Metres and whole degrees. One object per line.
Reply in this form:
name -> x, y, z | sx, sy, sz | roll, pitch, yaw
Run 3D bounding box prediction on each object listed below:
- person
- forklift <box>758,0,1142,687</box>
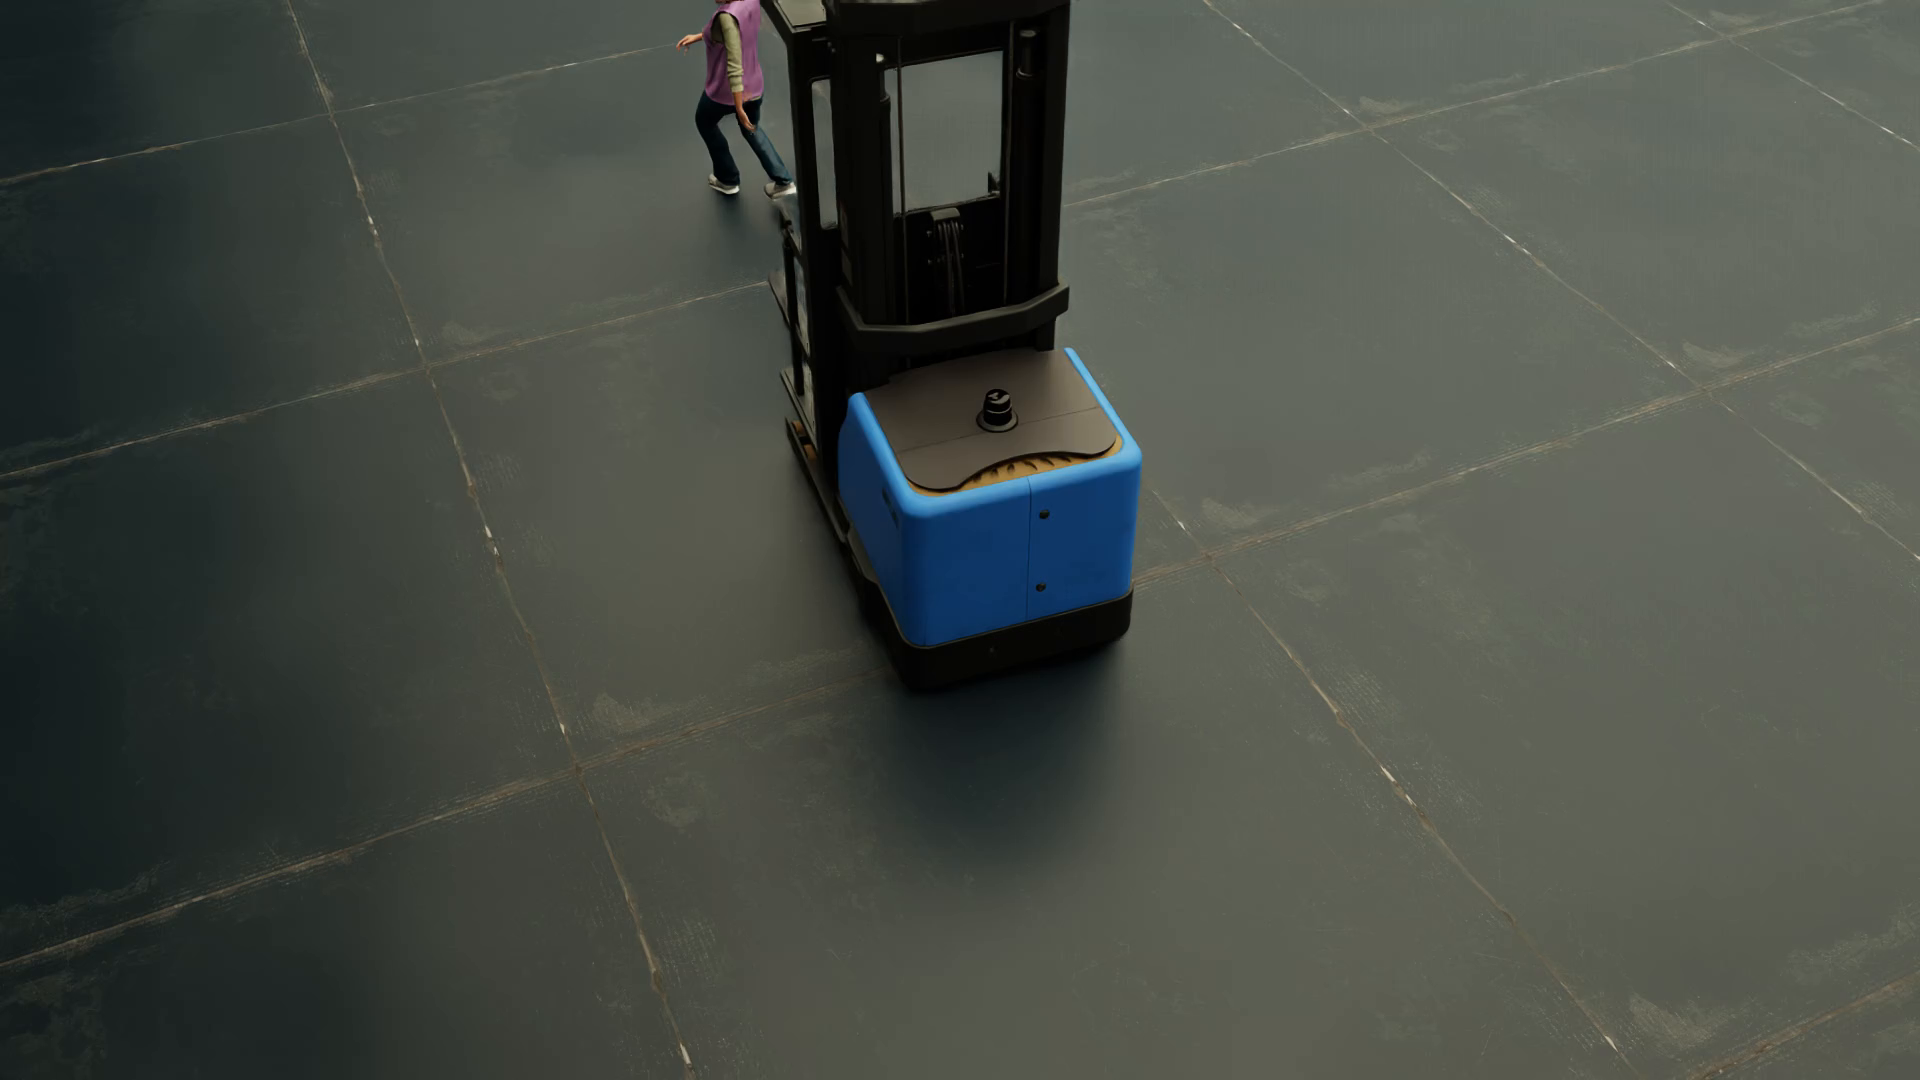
person -> -1.286, -2.583, 9.502 | 0.719, 1.519, 0.465 | 31, 51, 29
forklift -> -0.222, -1.467, 7.252 | 1.130, 2.935, 3.031 | -14, 45, -14
